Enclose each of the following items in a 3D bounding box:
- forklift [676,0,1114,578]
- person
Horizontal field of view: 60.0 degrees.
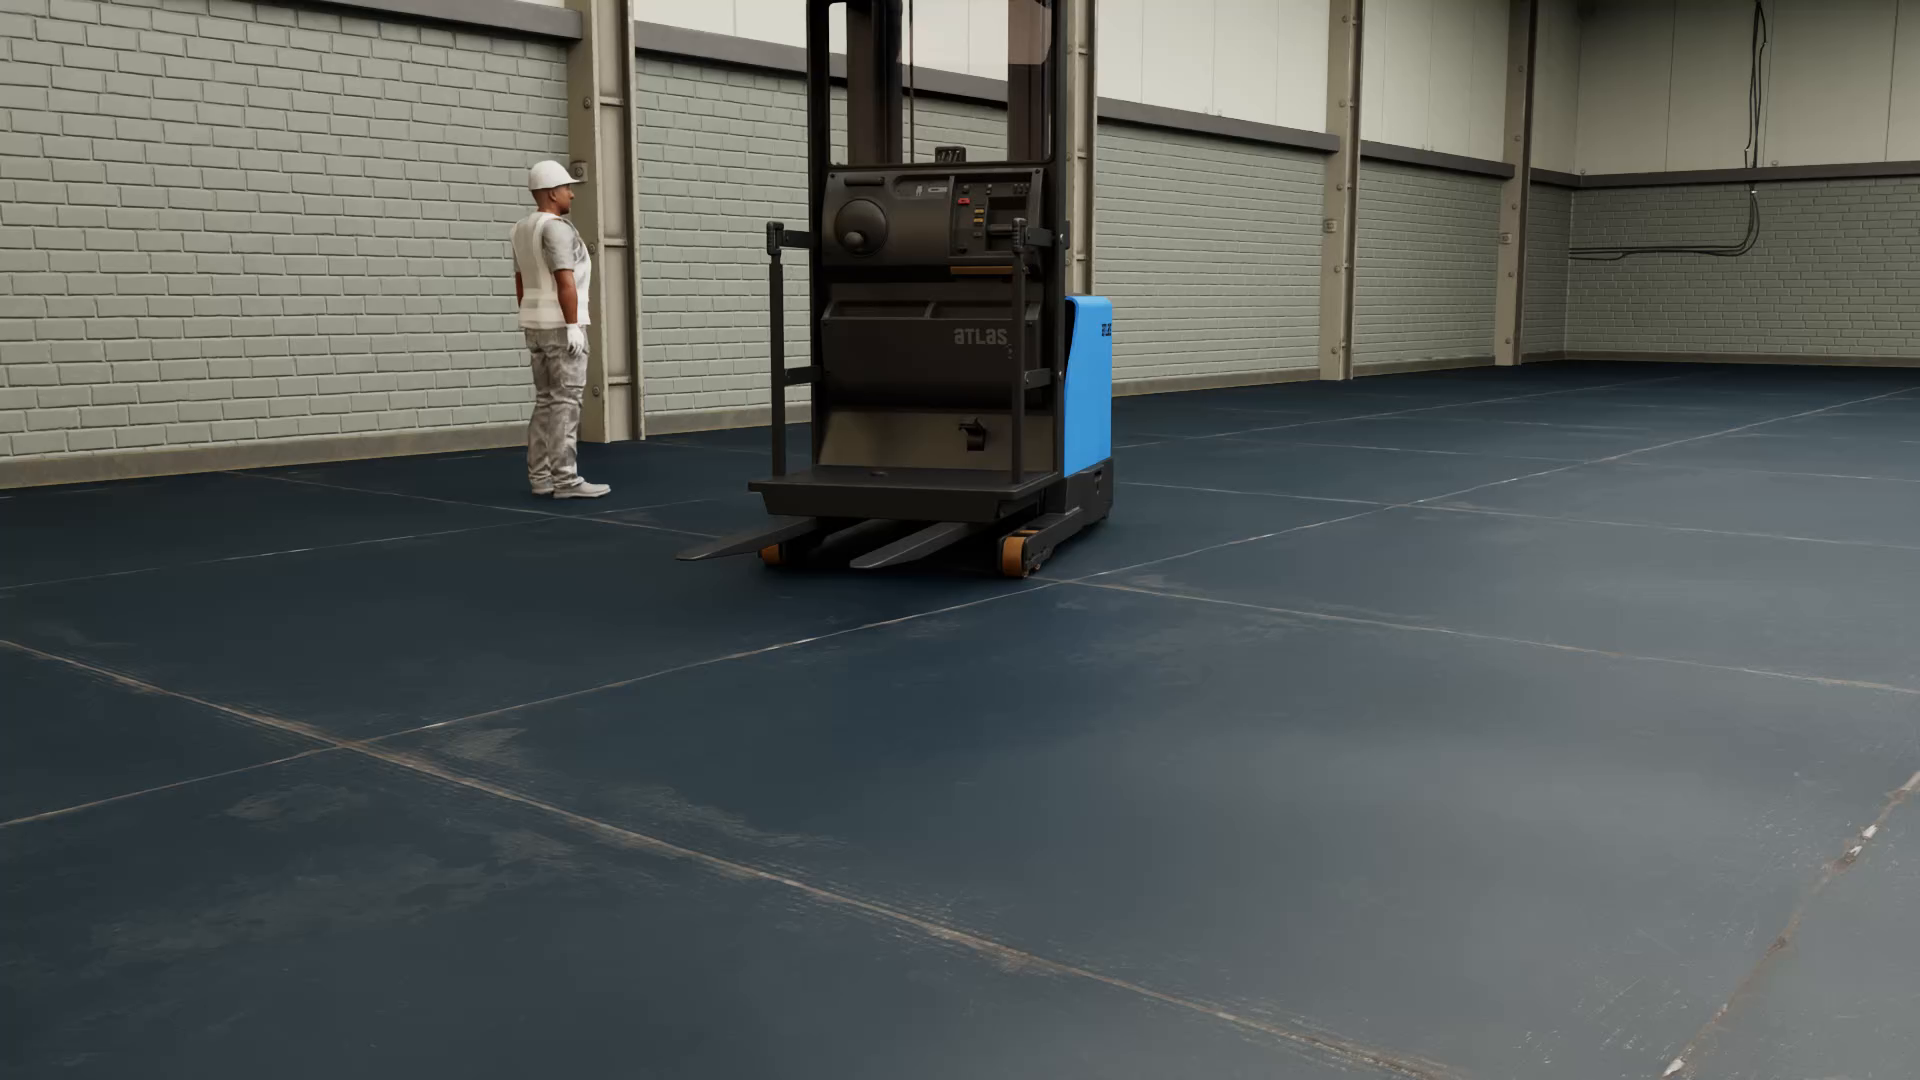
[{"bbox_3d":[-0.176,-1.366,6.616,1.130,2.935,3.031,3,9,17],"label":"forklift"},{"bbox_3d":[-2.170,-1.128,8.958,0.361,1.789,0.582,-7,11,-39],"label":"person"}]
